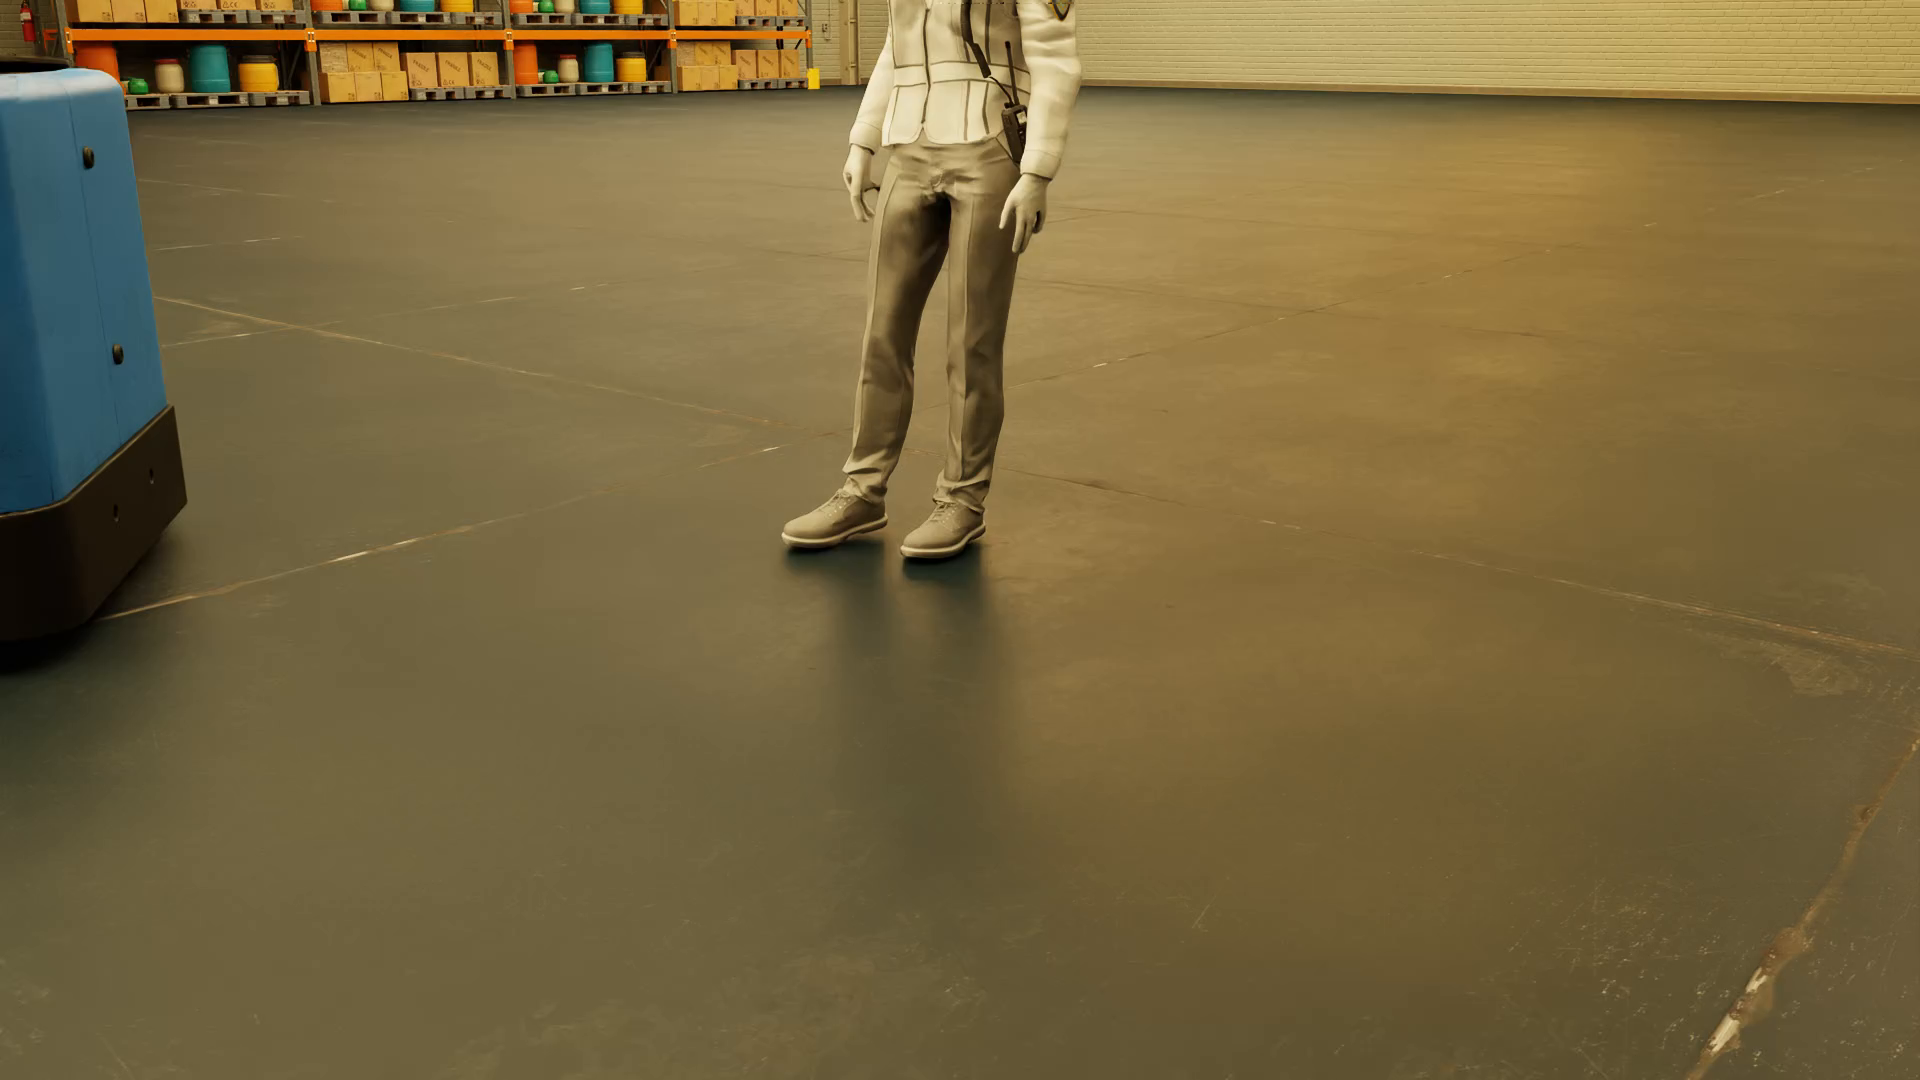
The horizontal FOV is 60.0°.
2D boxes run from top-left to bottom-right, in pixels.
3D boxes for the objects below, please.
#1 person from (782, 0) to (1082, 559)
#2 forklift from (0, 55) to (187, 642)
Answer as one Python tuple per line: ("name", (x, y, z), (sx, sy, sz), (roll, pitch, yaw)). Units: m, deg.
("person", (-0.048, -0.804, 3.648), (0.588, 1.696, 0.533), (13, 21, 37))
("forklift", (-3.241, -1.207, 2.873), (3.031, 2.935, 1.130), (-4, 17, -12))
